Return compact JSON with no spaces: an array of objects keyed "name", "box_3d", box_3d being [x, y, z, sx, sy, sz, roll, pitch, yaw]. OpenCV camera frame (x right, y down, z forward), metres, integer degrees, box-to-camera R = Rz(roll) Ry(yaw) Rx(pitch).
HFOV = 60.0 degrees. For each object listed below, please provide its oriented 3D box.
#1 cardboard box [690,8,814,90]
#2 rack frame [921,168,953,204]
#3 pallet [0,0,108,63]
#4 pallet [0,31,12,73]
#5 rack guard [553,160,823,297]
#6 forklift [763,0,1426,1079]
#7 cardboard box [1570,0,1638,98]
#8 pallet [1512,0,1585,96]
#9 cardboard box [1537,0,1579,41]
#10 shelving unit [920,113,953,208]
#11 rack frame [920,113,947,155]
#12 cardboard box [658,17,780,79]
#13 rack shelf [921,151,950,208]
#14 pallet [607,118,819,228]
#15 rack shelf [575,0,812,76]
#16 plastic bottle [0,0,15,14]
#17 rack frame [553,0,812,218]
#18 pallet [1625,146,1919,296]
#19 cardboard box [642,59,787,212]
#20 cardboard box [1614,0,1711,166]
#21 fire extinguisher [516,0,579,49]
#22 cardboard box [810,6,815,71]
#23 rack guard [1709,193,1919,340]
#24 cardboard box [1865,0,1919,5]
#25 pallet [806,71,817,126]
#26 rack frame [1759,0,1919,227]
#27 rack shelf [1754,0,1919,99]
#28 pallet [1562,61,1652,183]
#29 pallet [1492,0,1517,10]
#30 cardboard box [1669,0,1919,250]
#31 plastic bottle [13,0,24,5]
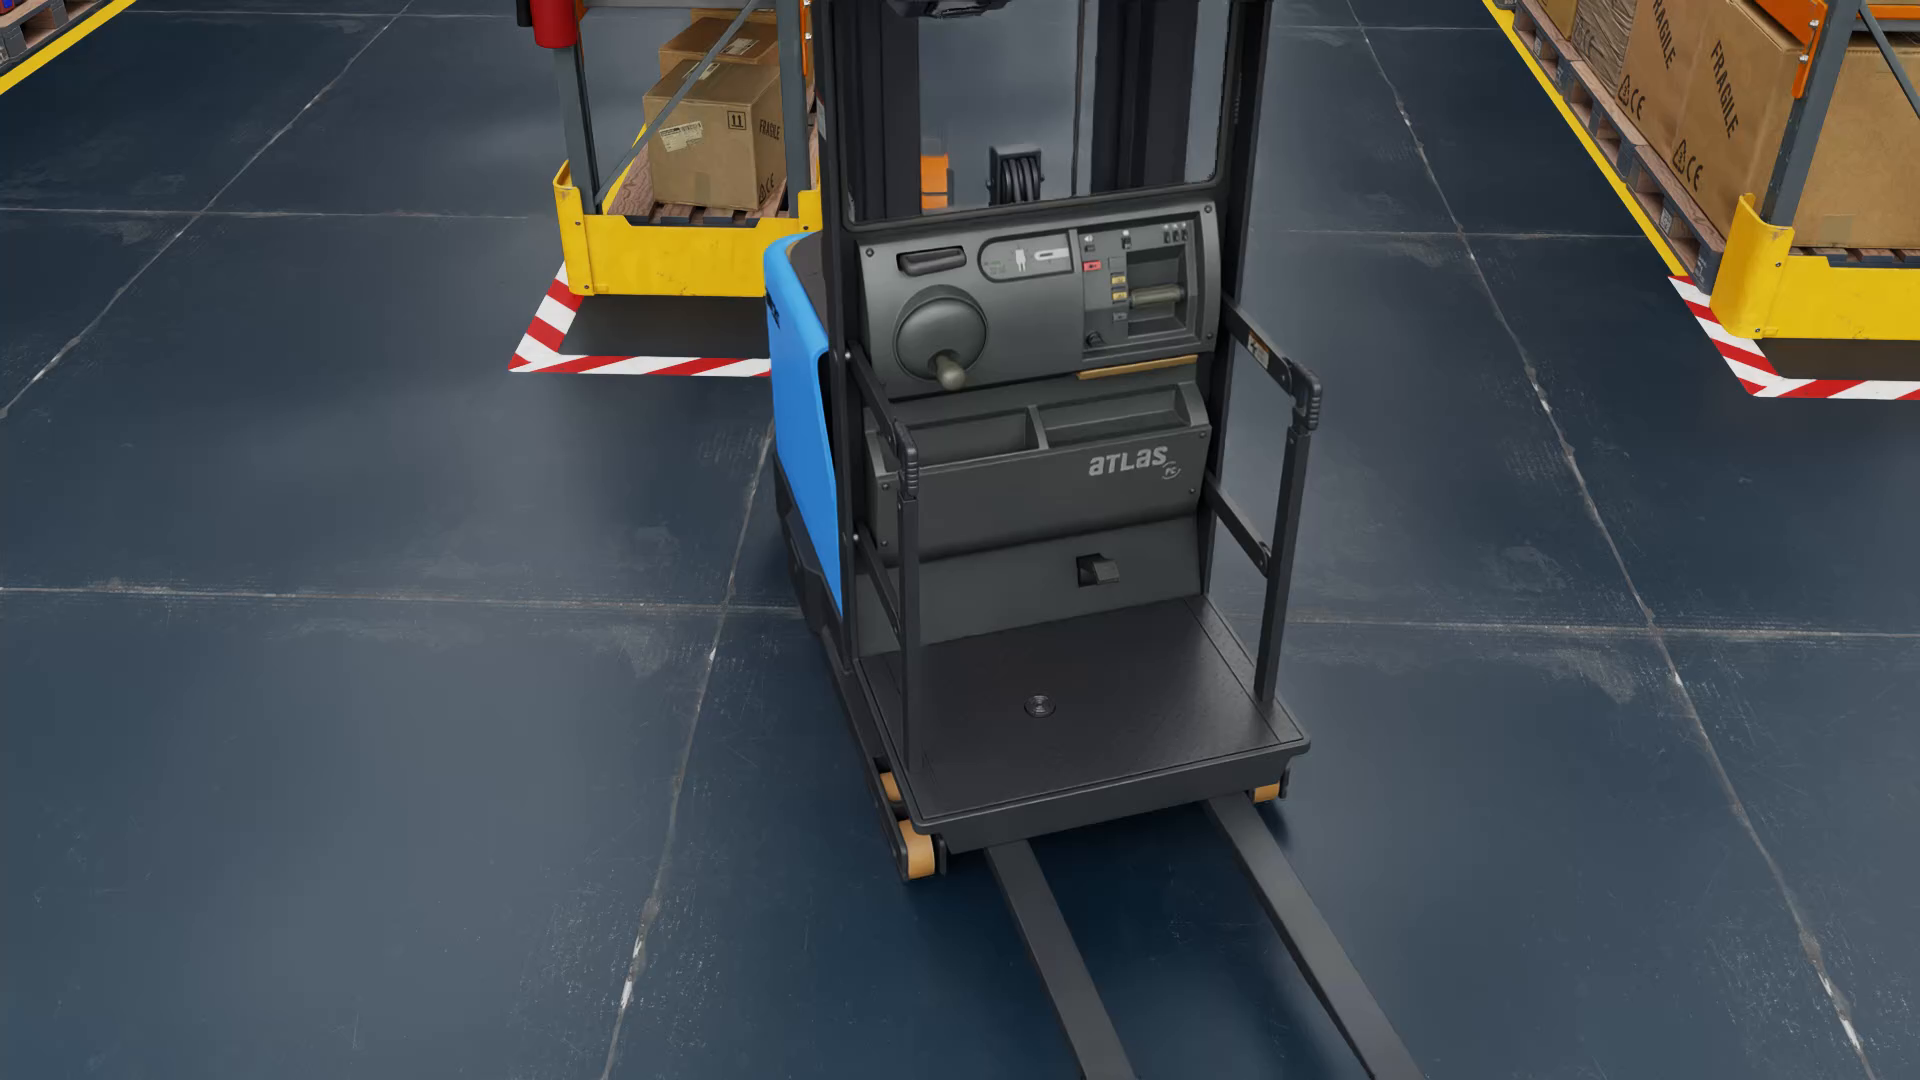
[{"name":"cardboard box","box_3d":[-1.061,-2.553,8.583,0.500,0.500,0.500,4,35,6]},{"name":"rack frame","box_3d":[-0.142,-0.705,5.710,0.240,1.200,0.015,-2,35,-2]},{"name":"pallet","box_3d":[-5.994,-3.229,10.161,1.003,0.211,1.213,1,35,2]},{"name":"pallet","box_3d":[-6.040,-2.526,9.161,1.003,0.211,1.213,1,35,2]},{"name":"rack guard","box_3d":[-1.134,-1.363,7.255,1.175,0.500,0.348,1,35,2]},{"name":"forklift","box_3d":[0.275,-0.548,3.981,1.130,2.935,3.031,-10,36,-14]},{"name":"cardboard box","box_3d":[3.848,-2.892,8.739,0.875,0.875,0.875,2,35,2]},{"name":"pallet","box_3d":[3.867,-2.892,9.681,1.003,0.211,1.213,1,35,2]},{"name":"cardboard box","box_3d":[3.881,-3.410,9.476,0.875,0.875,0.875,2,35,3]},{"name":"shelving unit","box_3d":[-0.154,-0.845,5.909,0.258,1.200,0.503,-2,35,-2]},{"name":"rack frame","box_3d":[-0.165,-0.985,6.109,0.240,1.200,0.015,-2,35,-2]},{"name":"cardboard box","box_3d":[-1.105,-2.194,8.071,0.500,0.500,0.500,10,36,14]},{"name":"rack shelf","box_3d":[-0.154,-1.167,5.683,0.258,0.148,0.480,-2,35,-2]},{"name":"pallet","box_3d":[-1.066,-1.711,8.001,1.003,0.211,1.213,1,35,2]},{"name":"rack shelf","box_3d":[-1.056,-3.197,8.315,1.077,0.370,4.000,1,35,2]},{"name":"plastic bottle","box_3d":[-5.635,-3.242,9.734,0.061,0.283,0.133,4,35,5]},{"name":"rack frame","box_3d":[-1.137,-2.342,6.474,1.000,3.000,0.127,1,35,2]},{"name":"pallet","box_3d":[3.769,-1.490,7.686,1.003,0.211,1.213,1,35,2]},{"name":"cardboard box","box_3d":[-1.095,-1.849,7.582,0.500,0.500,0.500,8,36,11]},{"name":"cardboard box","box_3d":[3.810,-2.369,7.994,0.875,0.875,0.875,1,35,1]},{"name":"fire extinguisher","box_3d":[-1.602,-2.255,6.417,0.296,0.674,0.183,1,35,2]},{"name":"cardboard box","box_3d":[-0.994,-2.873,9.037,0.500,0.500,0.500,-2,35,-2]},{"name":"rack guard","box_3d":[3.814,-1.133,6.927,1.175,0.500,0.348,1,35,2]},{"name":"cardboard box","box_3d":[3.785,-2.445,6.490,0.875,0.550,0.550,1,35,2]},{"name":"pallet","box_3d":[-1.014,-2.410,8.995,1.003,0.211,1.213,1,35,2]},{"name":"rack frame","box_3d":[3.815,-2.169,6.228,1.000,3.000,0.127,1,35,2]},{"name":"rack shelf","box_3d":[3.896,-3.024,8.070,1.077,0.370,4.000,1,35,2]},{"name":"pallet","box_3d":[3.821,-2.189,8.681,1.003,0.211,1.213,1,35,2]},{"name":"pallet","box_3d":[3.932,-3.772,10.933,1.003,0.211,1.213,1,35,2]},{"name":"cardboard box","box_3d":[3.776,-1.863,7.275,0.875,0.875,0.875,2,35,2]},{"name":"plastic bottle","box_3d":[-5.671,-3.364,9.849,0.144,0.351,0.185,0,35,0]}]
